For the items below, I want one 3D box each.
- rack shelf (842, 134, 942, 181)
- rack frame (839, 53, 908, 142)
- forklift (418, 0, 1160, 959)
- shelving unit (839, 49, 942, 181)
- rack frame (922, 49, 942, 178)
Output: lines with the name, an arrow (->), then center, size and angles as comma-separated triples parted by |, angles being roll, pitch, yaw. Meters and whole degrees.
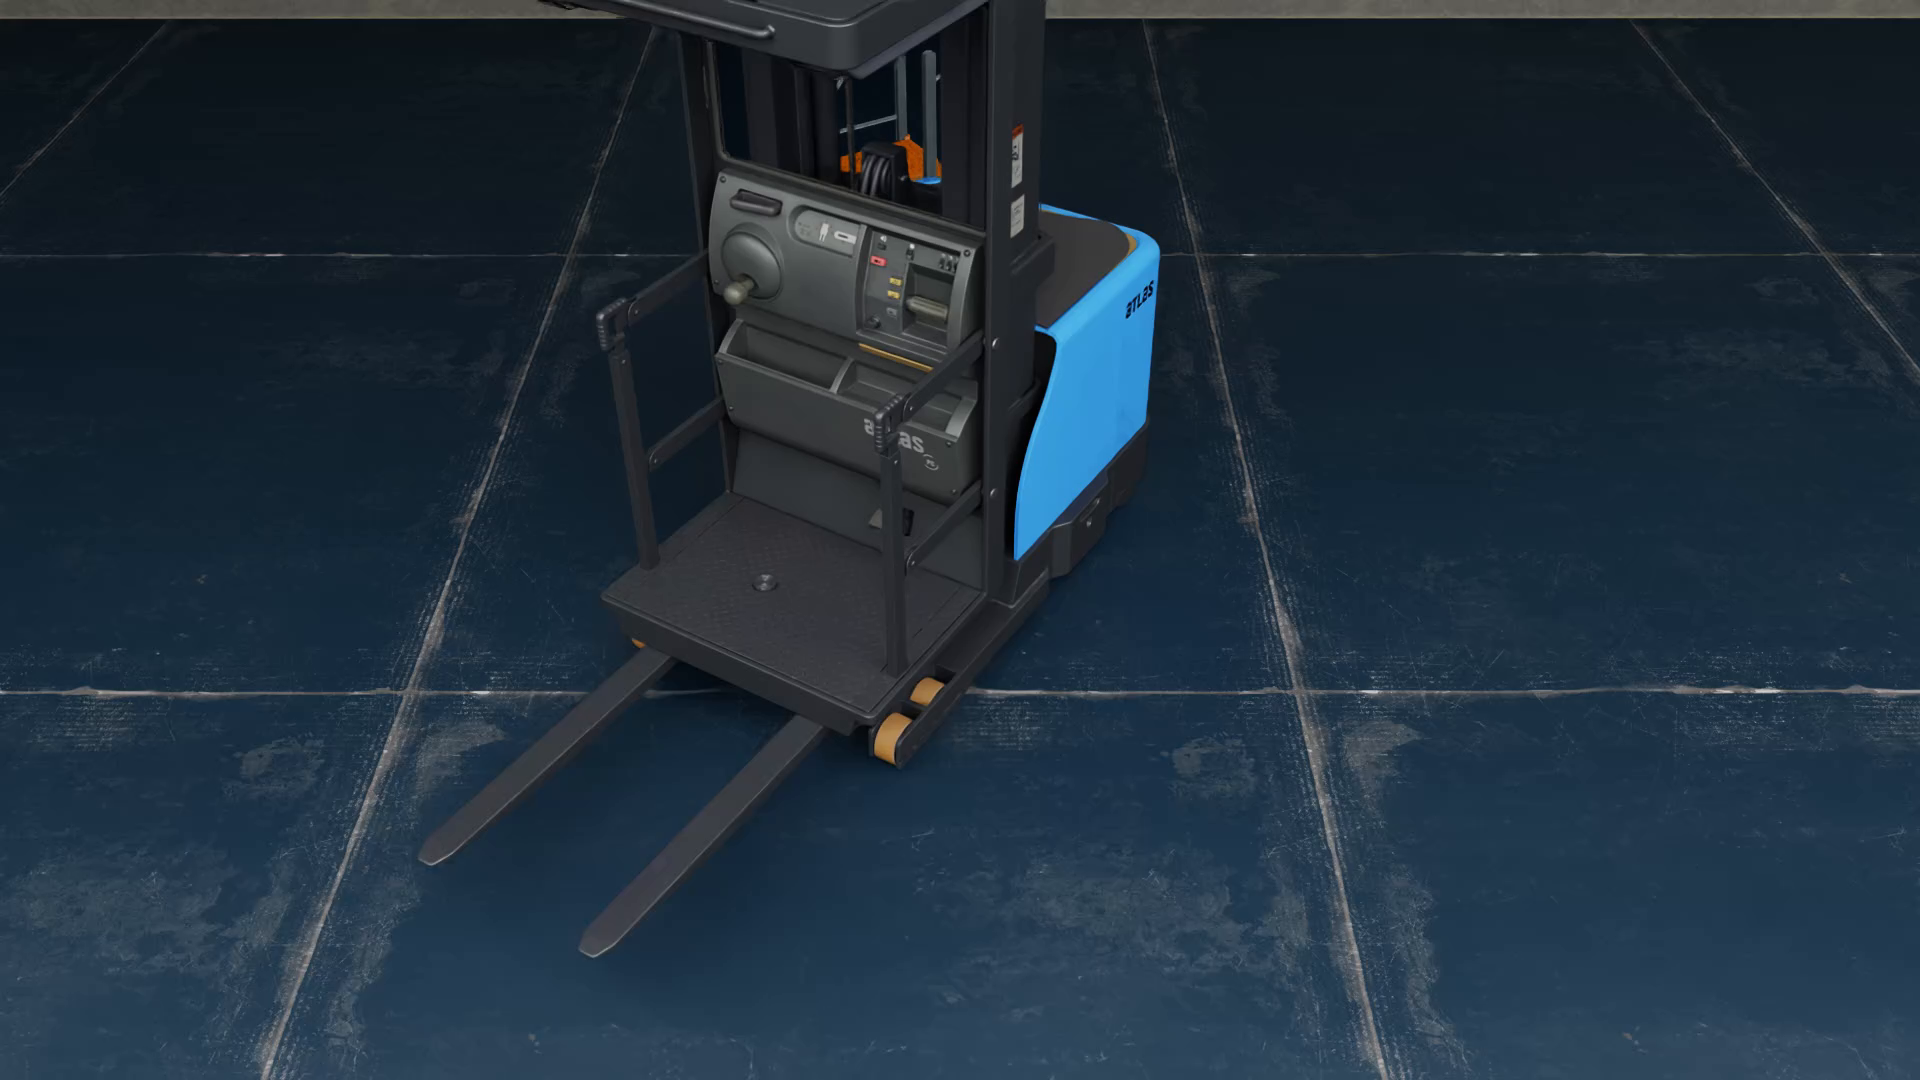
rack shelf -> -0.186, -1.405, 7.091 | 0.538, 0.185, 1.000 | -21, 43, -24
rack frame -> -0.454, -1.815, 7.316 | 0.500, 1.500, 0.032 | -21, 43, -24
forklift -> -0.477, -0.756, 4.850 | 1.130, 2.935, 3.031 | 21, 43, 24
shelving unit -> -0.181, -1.540, 6.973 | 0.587, 1.500, 1.083 | -21, 43, -24
rack frame -> 0.082, -1.275, 6.642 | 0.500, 1.500, 0.032 | -21, 43, -24
